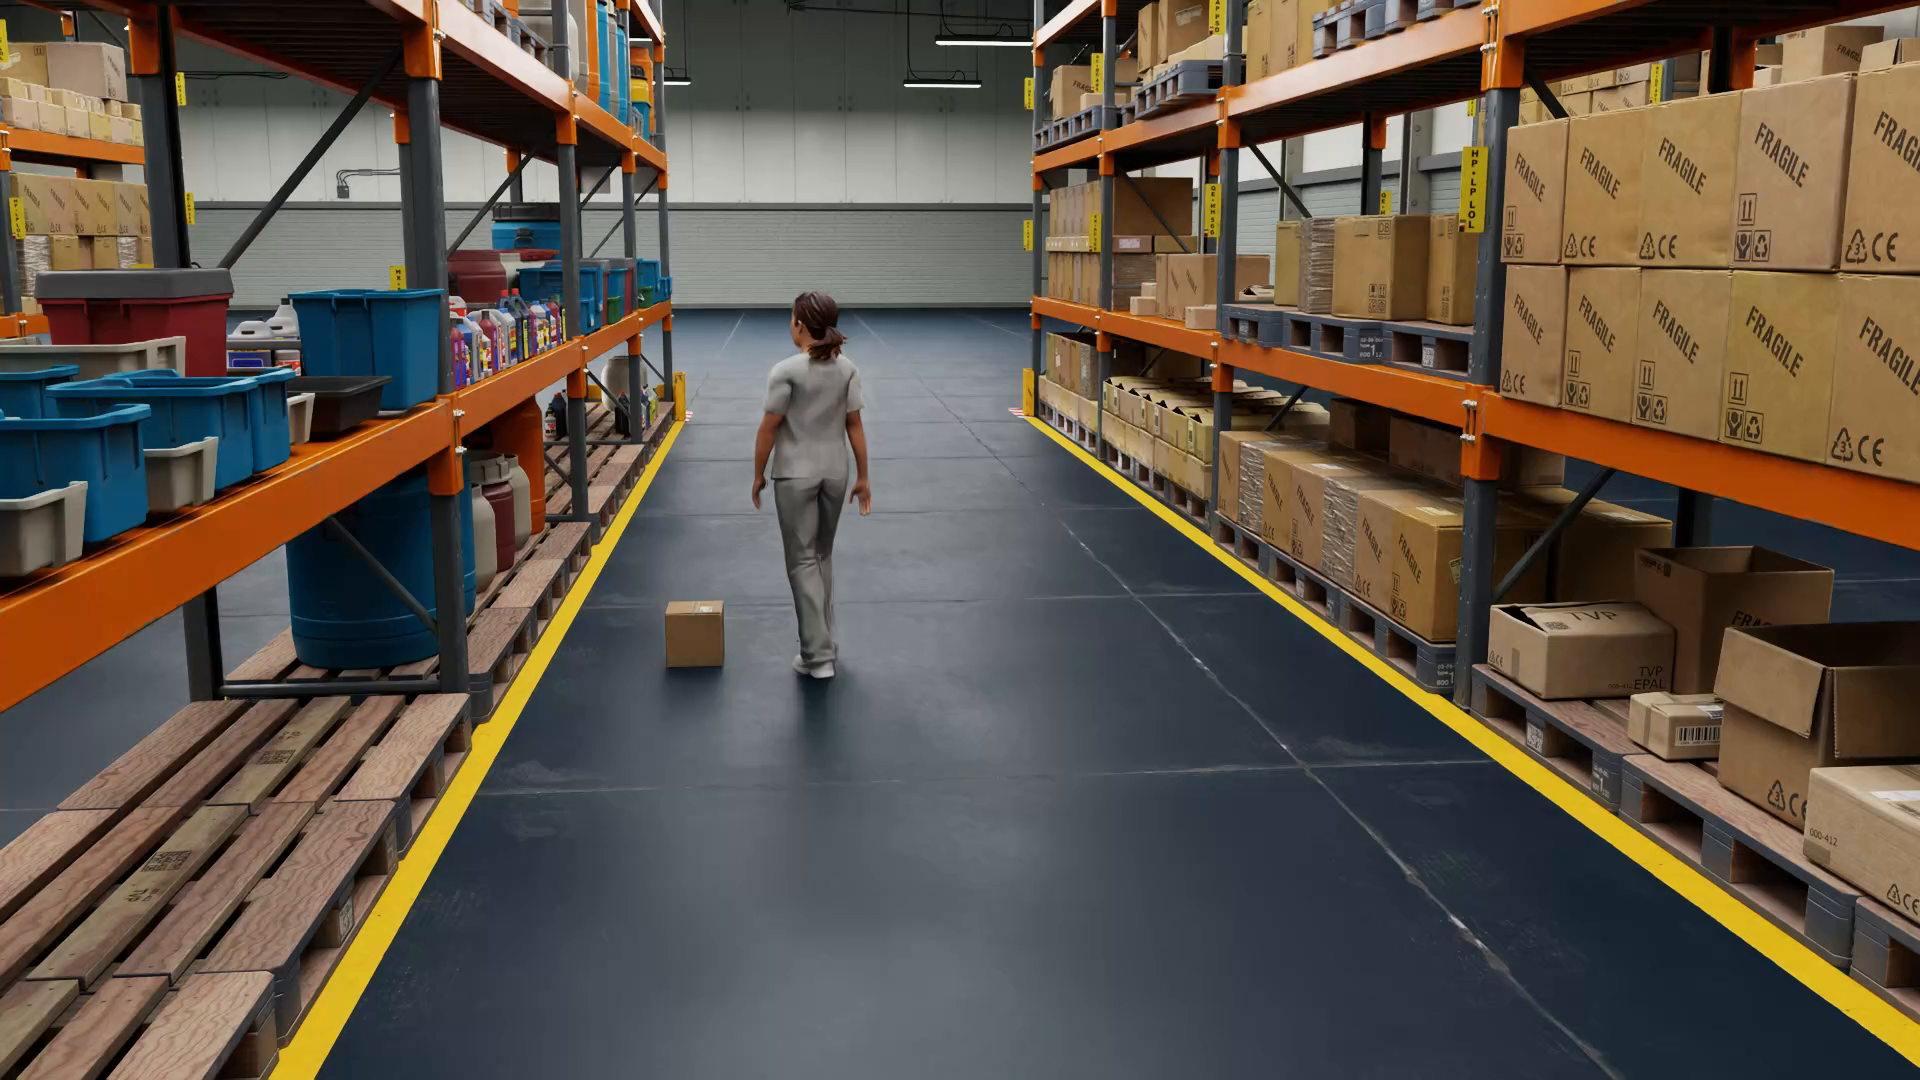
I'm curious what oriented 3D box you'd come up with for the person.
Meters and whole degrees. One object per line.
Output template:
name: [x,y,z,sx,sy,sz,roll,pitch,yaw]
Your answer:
person: [-0.680,-0.218,7.289,0.492,1.731,0.567,-6,12,-32]
